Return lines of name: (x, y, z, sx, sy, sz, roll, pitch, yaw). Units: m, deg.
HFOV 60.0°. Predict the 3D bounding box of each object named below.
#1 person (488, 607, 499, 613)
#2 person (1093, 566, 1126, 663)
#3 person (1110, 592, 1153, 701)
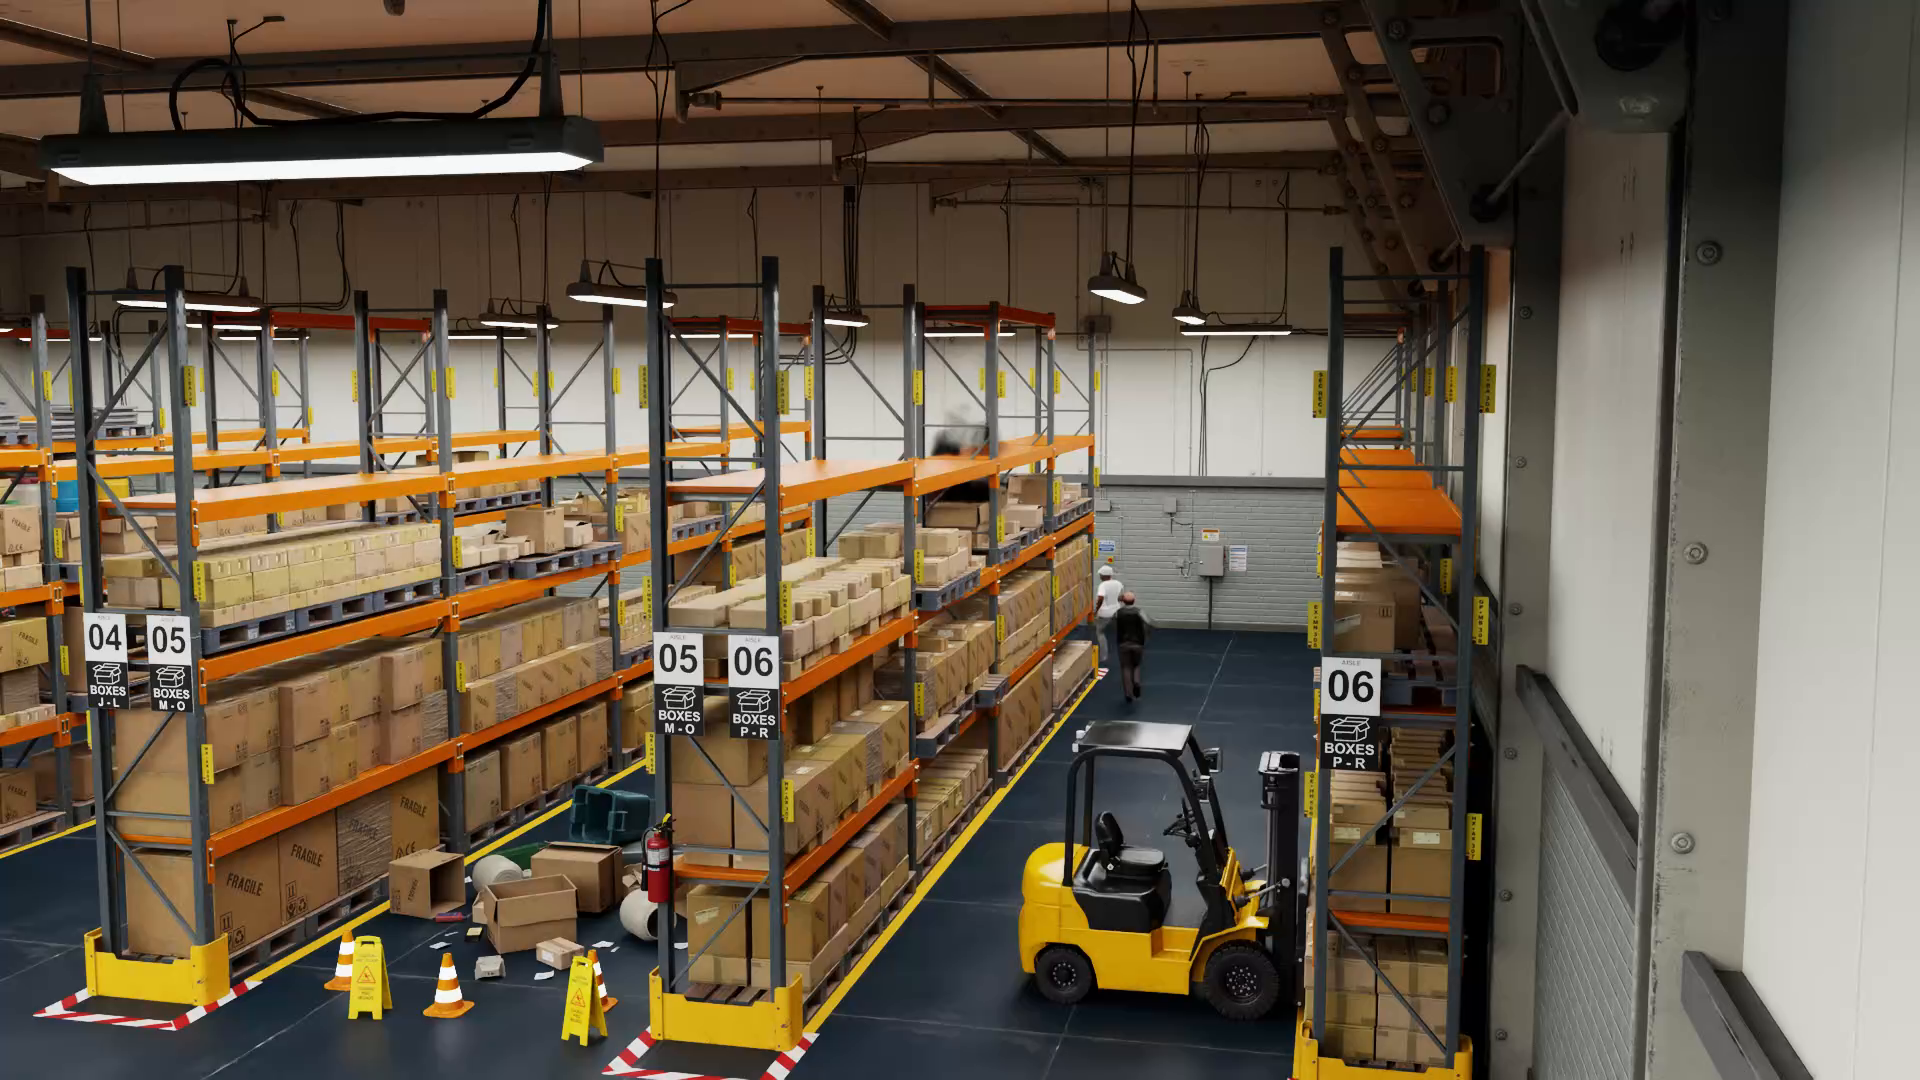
person: (-7.163, 1.803, 25.597, 0.544, 1.556, 0.705, 1, 6, 8)
person: (2.585, 1.331, 29.191, 0.766, 1.785, 0.798, -4, 7, -33)
person: (2.690, 1.658, 26.233, 0.644, 1.699, 0.641, 0, 6, 1)
